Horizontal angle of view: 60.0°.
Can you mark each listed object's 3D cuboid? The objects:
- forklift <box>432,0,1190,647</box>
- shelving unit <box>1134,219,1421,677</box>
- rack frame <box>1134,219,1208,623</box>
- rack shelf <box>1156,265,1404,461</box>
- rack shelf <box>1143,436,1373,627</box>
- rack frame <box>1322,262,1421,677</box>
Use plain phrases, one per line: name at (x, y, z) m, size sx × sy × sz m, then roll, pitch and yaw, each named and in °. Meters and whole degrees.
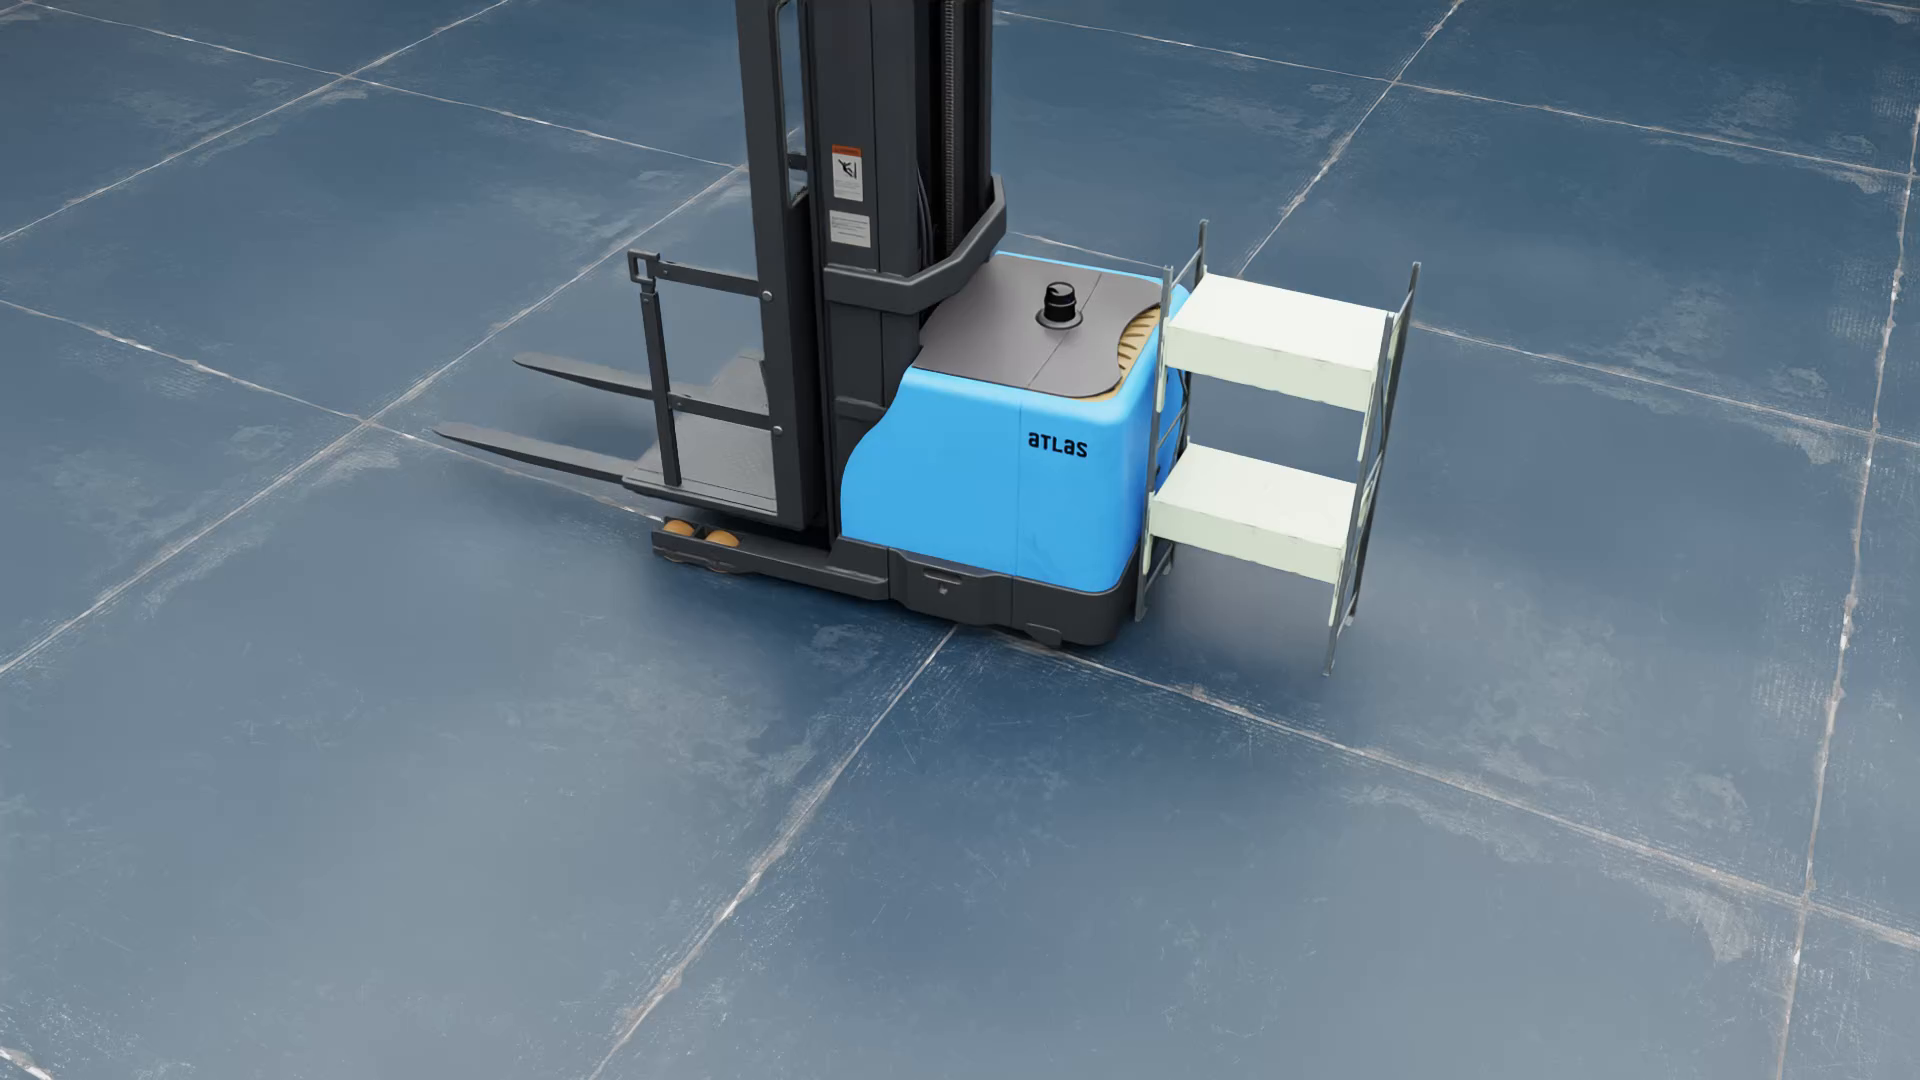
forklift at (-0.689, -1.321, 6.066) m, size 3.031 × 2.935 × 1.130 m, roll 13°, pitch 39°, yaw 16°
shelving unit at (1.091, -0.301, 5.907) m, size 0.755 × 1.500 × 0.431 m, roll 16°, pitch 40°, yaw 20°
rack frame at (0.760, -0.395, 6.030) m, size 0.023 × 1.500 × 0.400 m, roll 16°, pitch 40°, yaw 20°
rack shelf at (1.091, -0.612, 5.671) m, size 0.720 × 0.370 × 0.431 m, roll 16°, pitch 40°, yaw 20°
rack shelf at (1.091, -0.042, 6.104) m, size 0.720 × 0.370 × 0.431 m, roll 16°, pitch 40°, yaw 20°
rack frame at (1.423, -0.208, 5.783) m, size 0.023 × 1.500 × 0.400 m, roll 16°, pitch 40°, yaw 20°
